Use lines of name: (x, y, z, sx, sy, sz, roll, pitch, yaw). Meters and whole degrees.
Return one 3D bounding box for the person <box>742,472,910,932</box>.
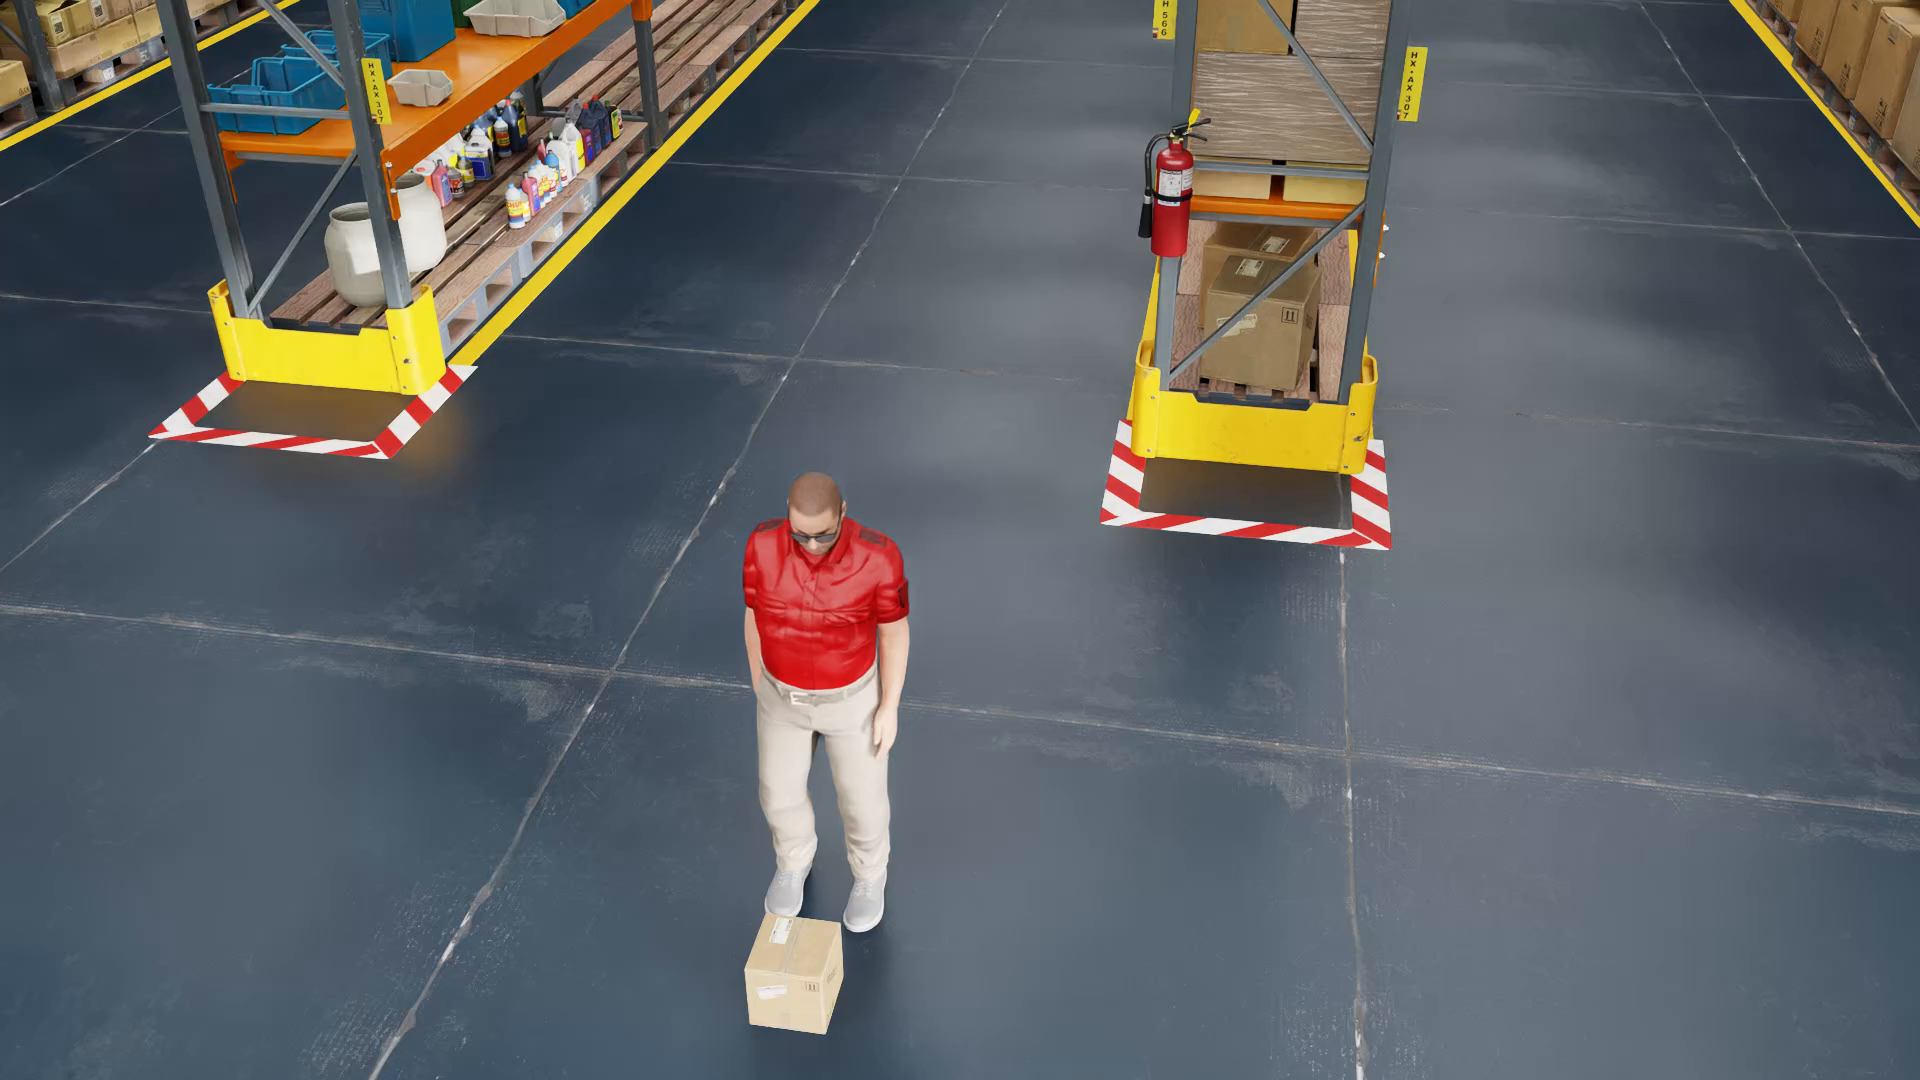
person: (-0.425, 0.515, 5.359, 0.538, 1.713, 0.363, 6, 33, 9)
